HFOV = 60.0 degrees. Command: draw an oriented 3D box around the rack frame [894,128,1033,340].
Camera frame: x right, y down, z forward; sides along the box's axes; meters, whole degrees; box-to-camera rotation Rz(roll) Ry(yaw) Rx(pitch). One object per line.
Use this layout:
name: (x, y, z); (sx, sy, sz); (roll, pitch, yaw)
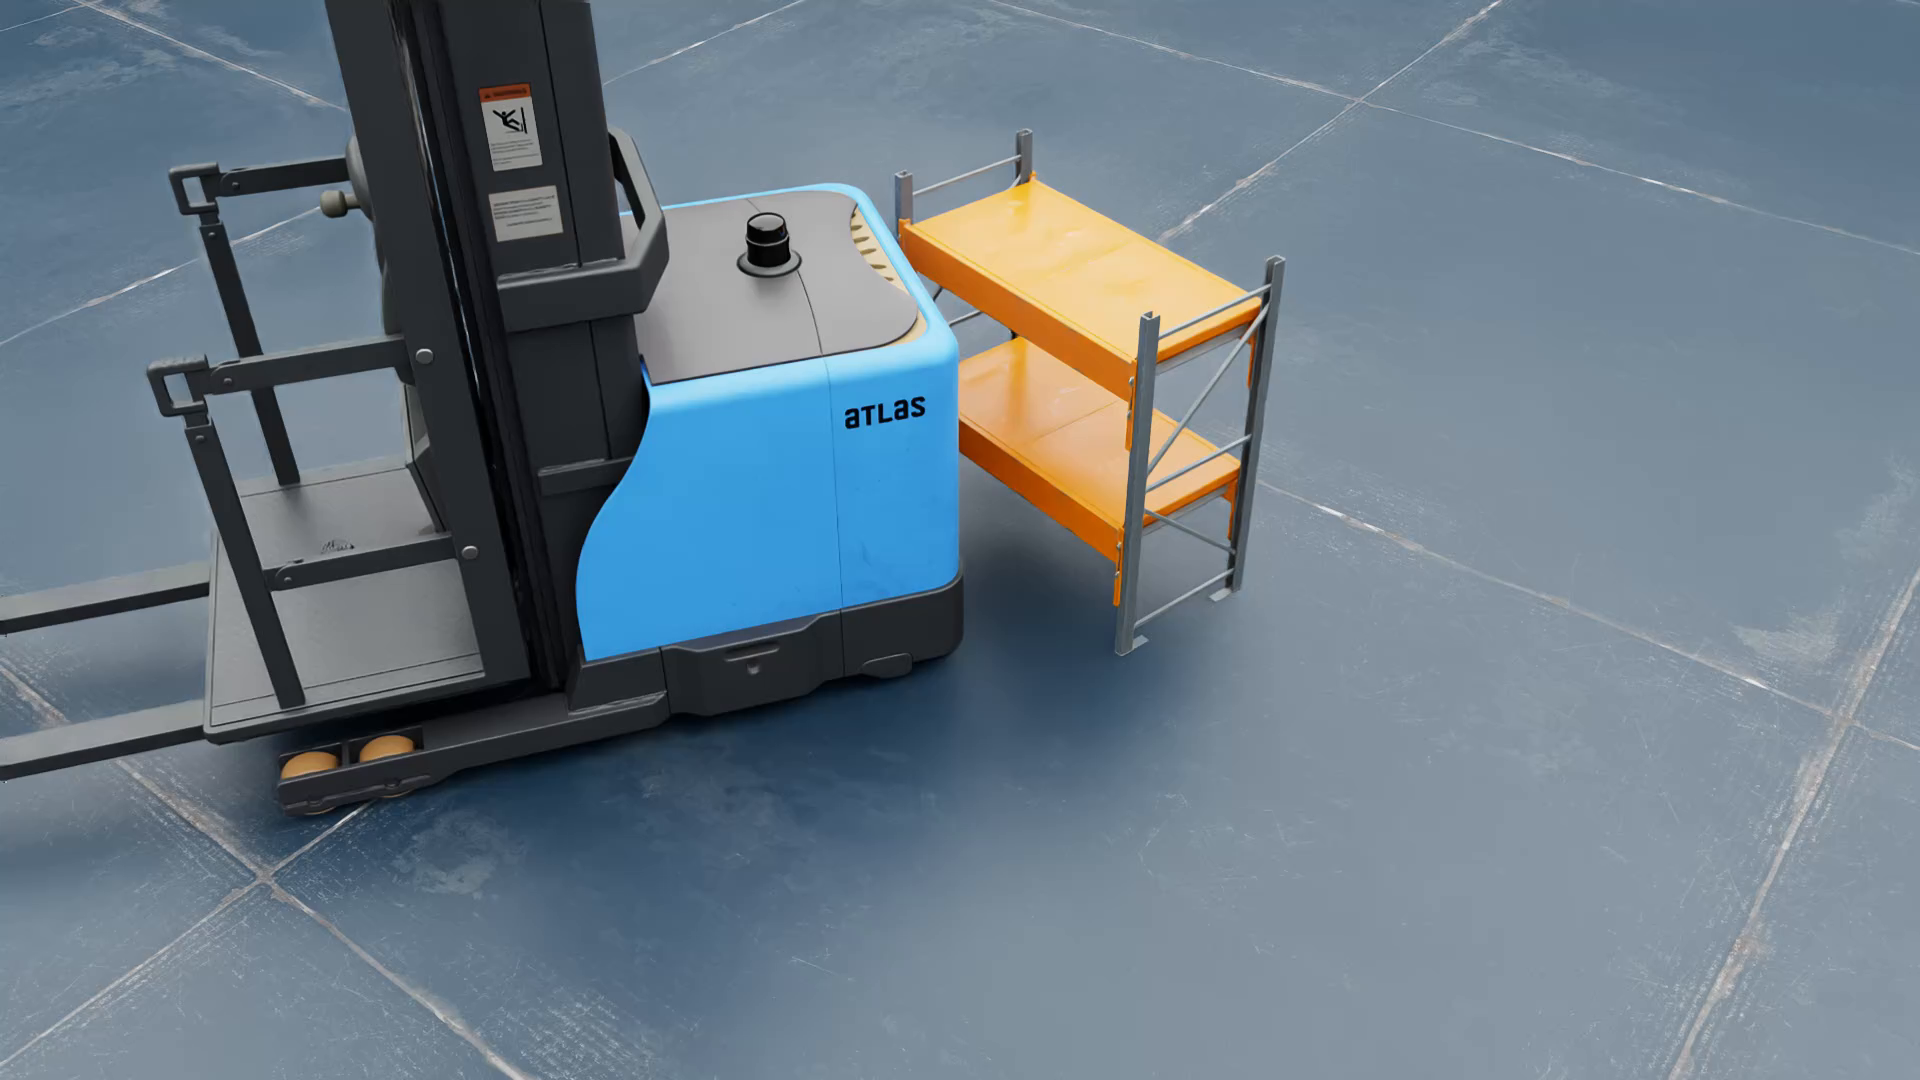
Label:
rack frame: (0.016, -0.694, 5.225); (0.500, 1.125, 0.032); (-26, 45, -30)

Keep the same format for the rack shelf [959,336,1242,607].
rack shelf: (0.334, -0.258, 5.063); (0.538, 0.278, 1.000); (-26, 45, -30)

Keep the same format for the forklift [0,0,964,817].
forklift: (-1.565, -0.805, 3.900); (3.031, 2.935, 1.130); (-11, 39, -14)

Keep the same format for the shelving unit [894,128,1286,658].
shelving unit: (0.334, -0.450, 4.912); (0.538, 1.125, 1.048); (-26, 45, -30)

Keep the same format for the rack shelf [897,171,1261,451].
rack shelf: (0.334, -0.681, 4.732); (0.538, 0.278, 1.000); (-26, 45, -30)

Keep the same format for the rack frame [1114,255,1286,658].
rack frame: (0.652, -0.206, 4.600); (0.500, 1.125, 0.032); (-26, 45, -30)
